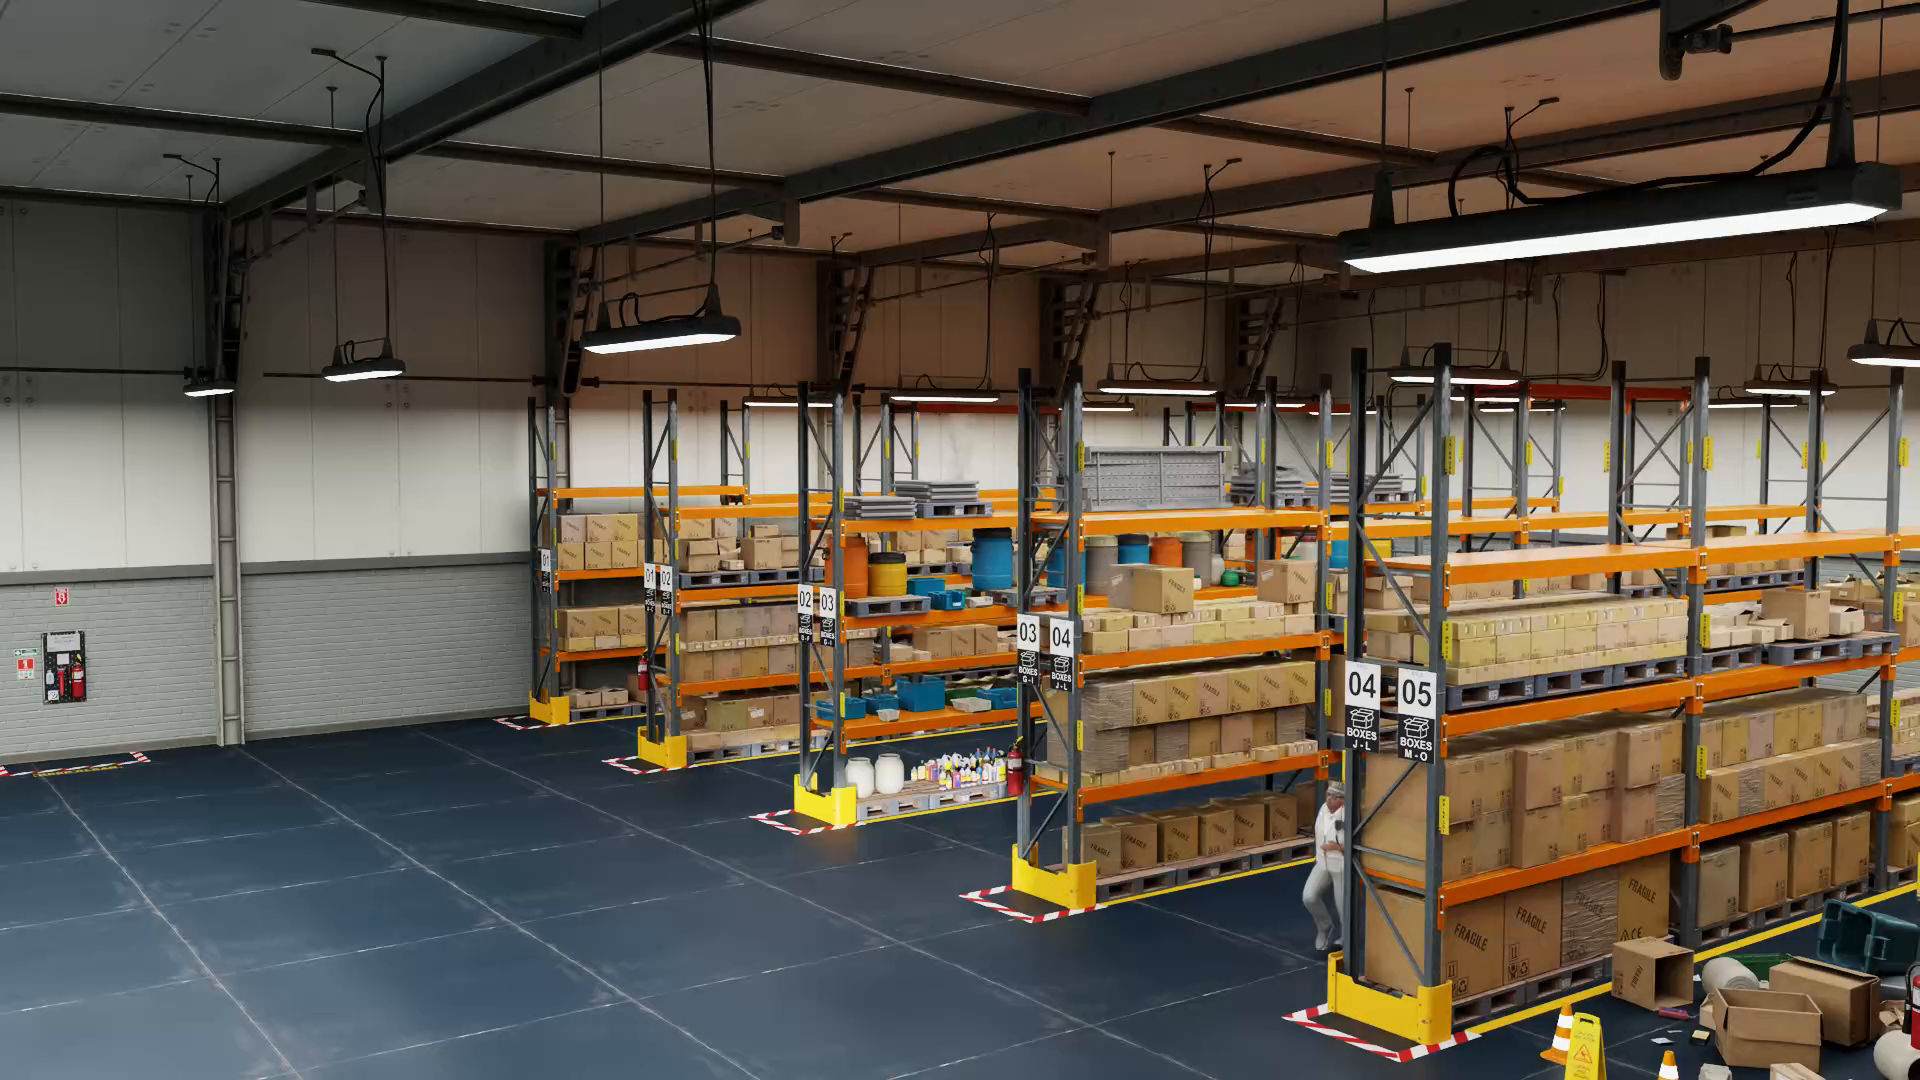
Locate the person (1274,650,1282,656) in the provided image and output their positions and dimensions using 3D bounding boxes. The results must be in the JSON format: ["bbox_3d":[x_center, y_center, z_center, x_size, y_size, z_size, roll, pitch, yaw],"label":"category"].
[{"bbox_3d":[5.907,2.445,31.455,0.937,1.811,0.731,-3,4,-41],"label":"person"}]

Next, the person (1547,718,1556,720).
[{"bbox_3d":[7.435,3.072,20.923,0.933,1.687,0.565,-3,5,-45],"label":"person"}]

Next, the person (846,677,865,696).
[{"bbox_3d":[-1.893,2.486,31.126,0.849,1.711,0.570,-2,4,-30],"label":"person"}]

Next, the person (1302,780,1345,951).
[{"bbox_3d":[3.804,3.303,16.799,0.750,1.774,0.647,-3,5,-44],"label":"person"}]
